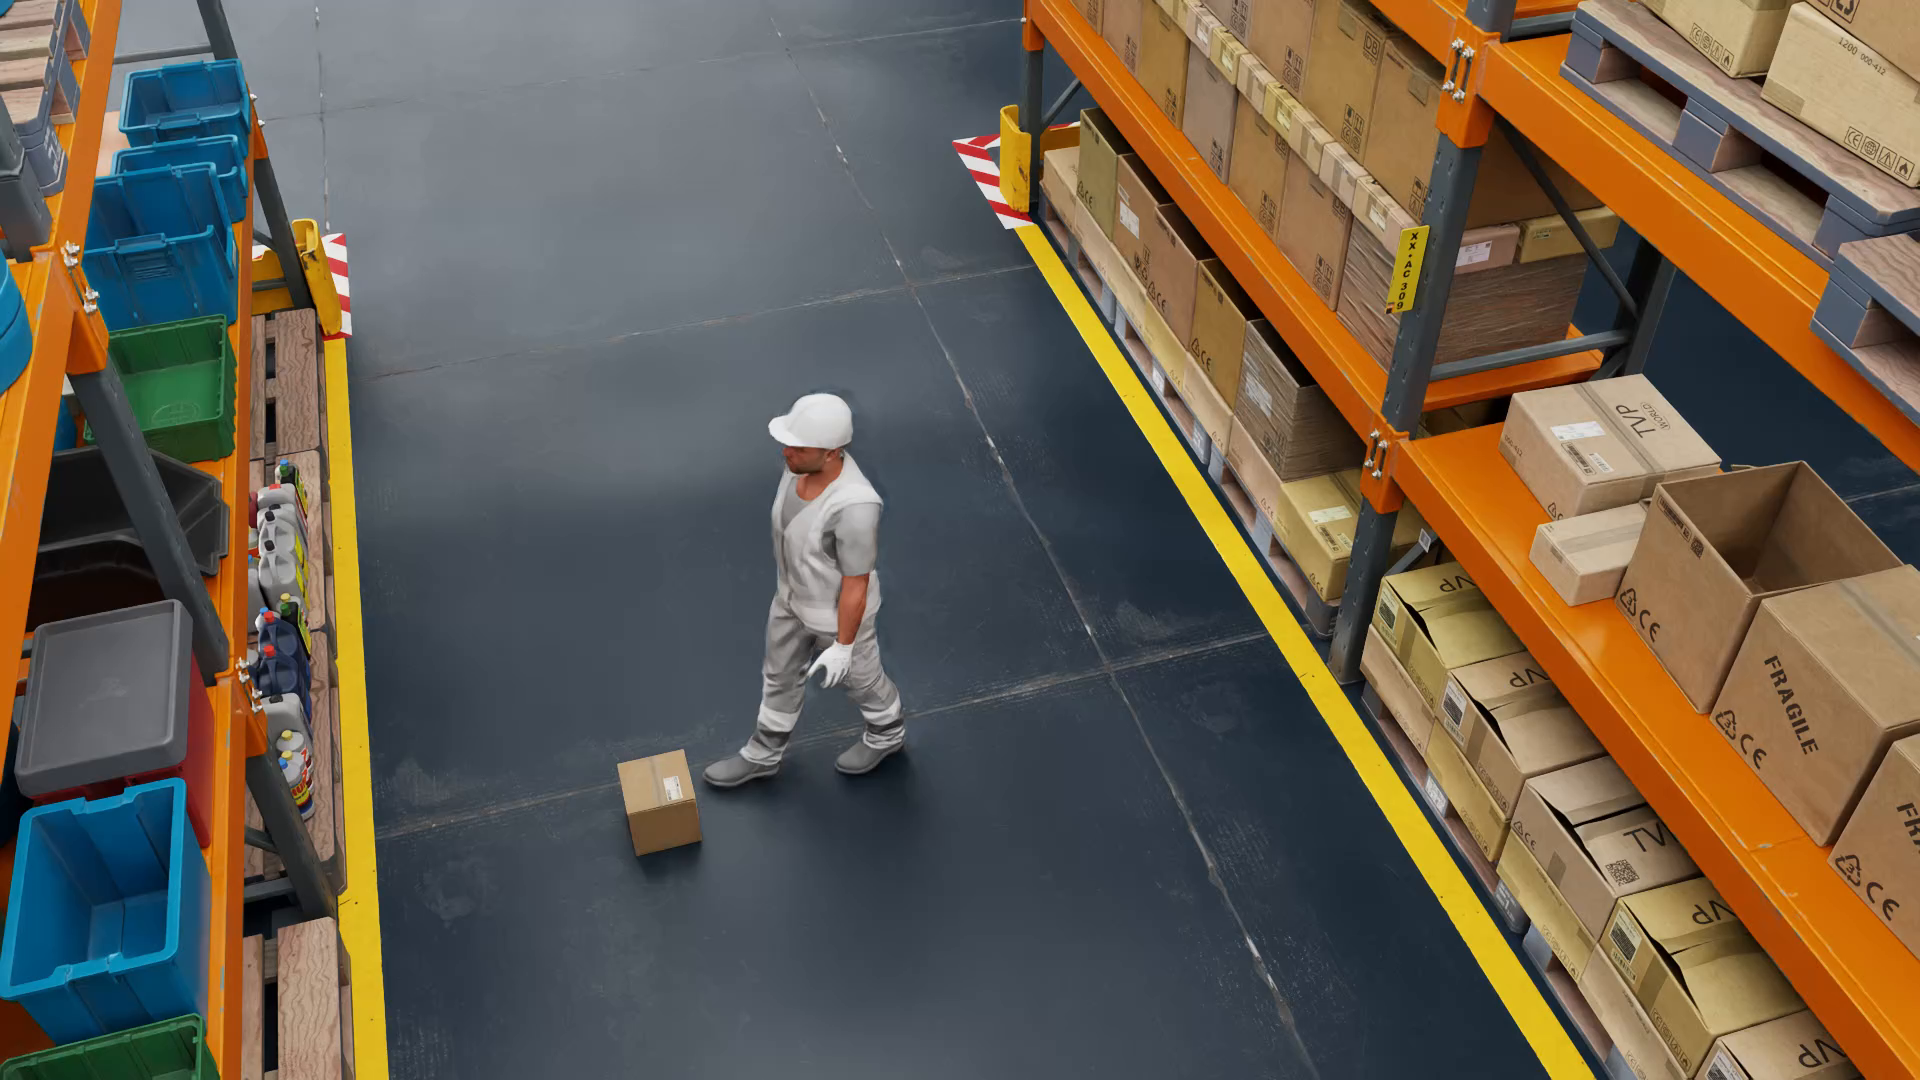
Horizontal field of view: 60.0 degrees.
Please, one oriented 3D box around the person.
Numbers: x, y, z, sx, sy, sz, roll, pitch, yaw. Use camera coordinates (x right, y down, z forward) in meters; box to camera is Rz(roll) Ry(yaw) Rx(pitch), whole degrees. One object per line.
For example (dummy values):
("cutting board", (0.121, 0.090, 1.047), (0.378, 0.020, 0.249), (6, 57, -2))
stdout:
("person", (-0.556, 0.256, 5.830), (0.760, 1.778, 0.544), (-25, 47, -25))
